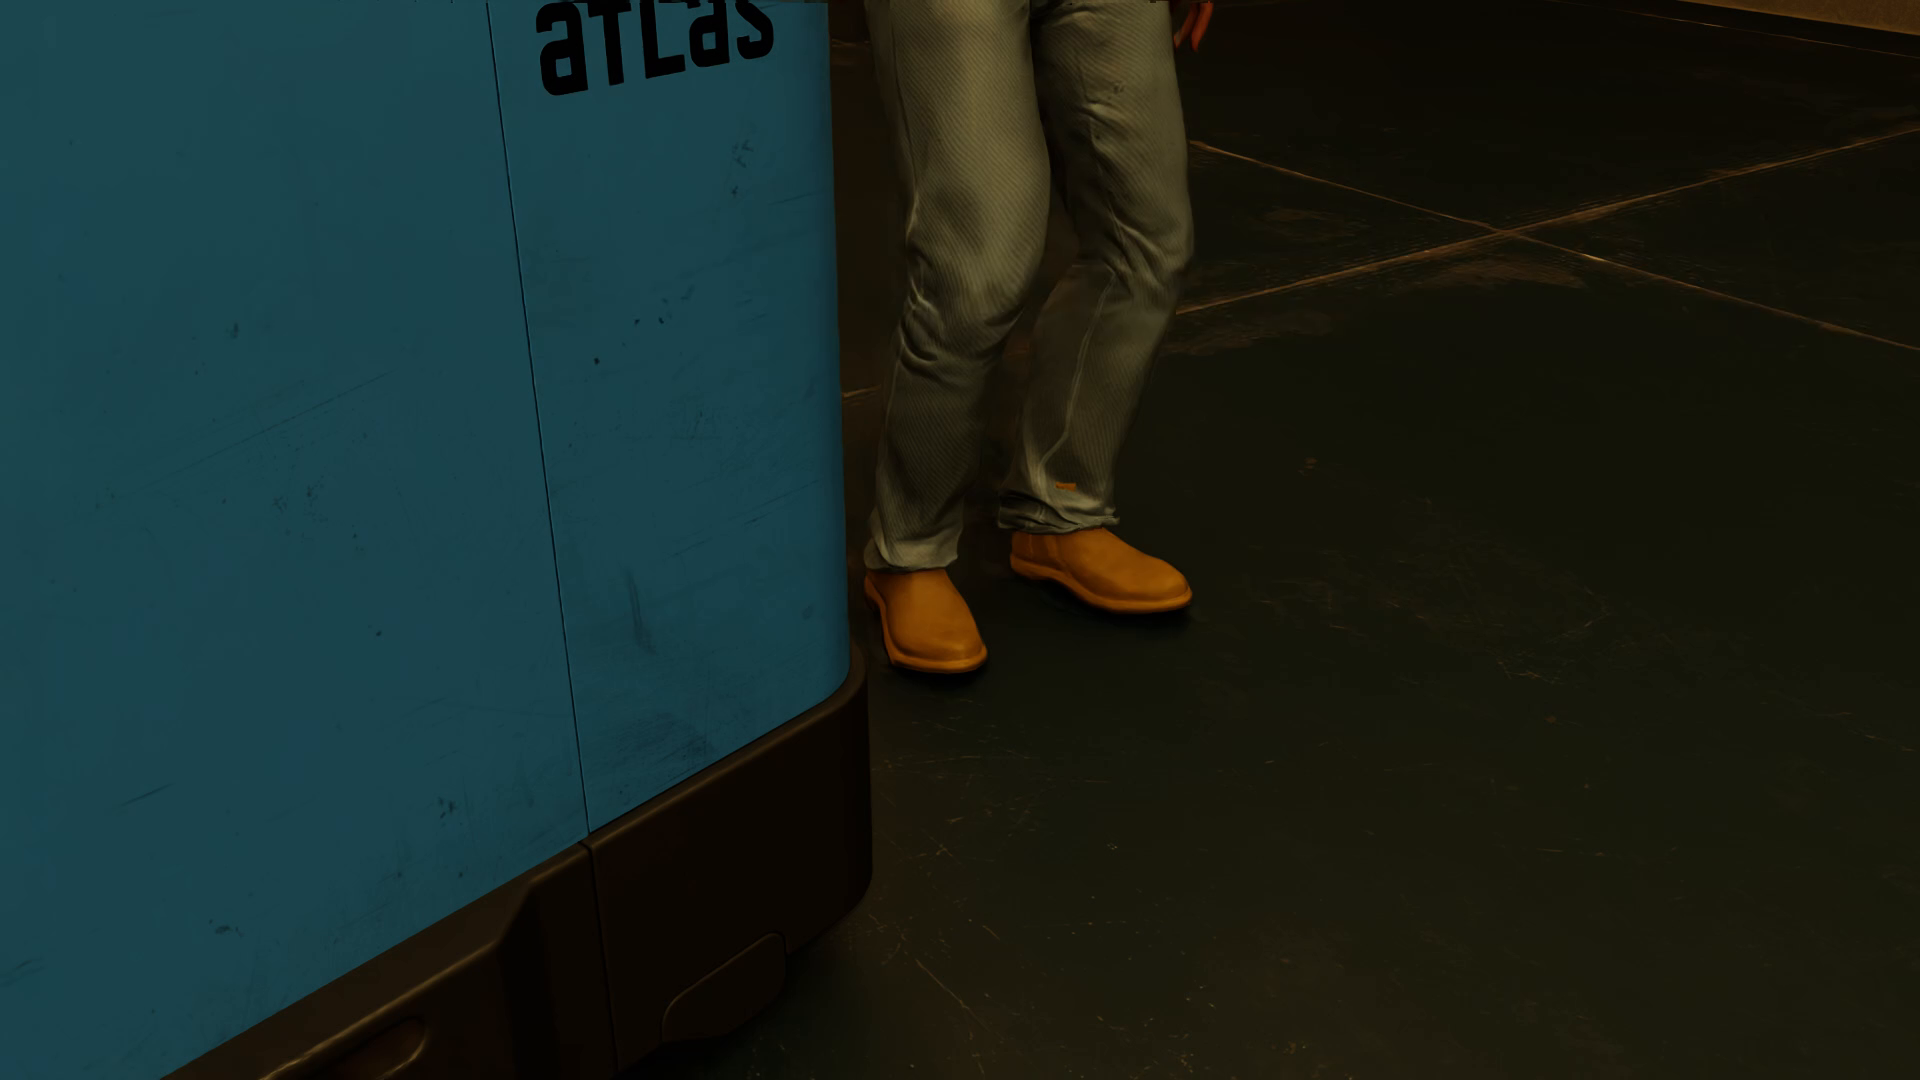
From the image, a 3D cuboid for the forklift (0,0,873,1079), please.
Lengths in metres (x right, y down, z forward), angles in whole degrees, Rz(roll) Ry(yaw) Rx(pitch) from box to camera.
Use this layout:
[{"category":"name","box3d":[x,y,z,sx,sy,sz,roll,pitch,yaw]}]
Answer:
[{"category":"forklift","box3d":[-1.433,-0.557,0.342,1.130,2.935,3.031,21,34,36]}]

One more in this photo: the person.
[{"category":"person","box3d":[0.080,-0.716,2.013,0.770,1.743,0.520,-20,33,-34]}]
